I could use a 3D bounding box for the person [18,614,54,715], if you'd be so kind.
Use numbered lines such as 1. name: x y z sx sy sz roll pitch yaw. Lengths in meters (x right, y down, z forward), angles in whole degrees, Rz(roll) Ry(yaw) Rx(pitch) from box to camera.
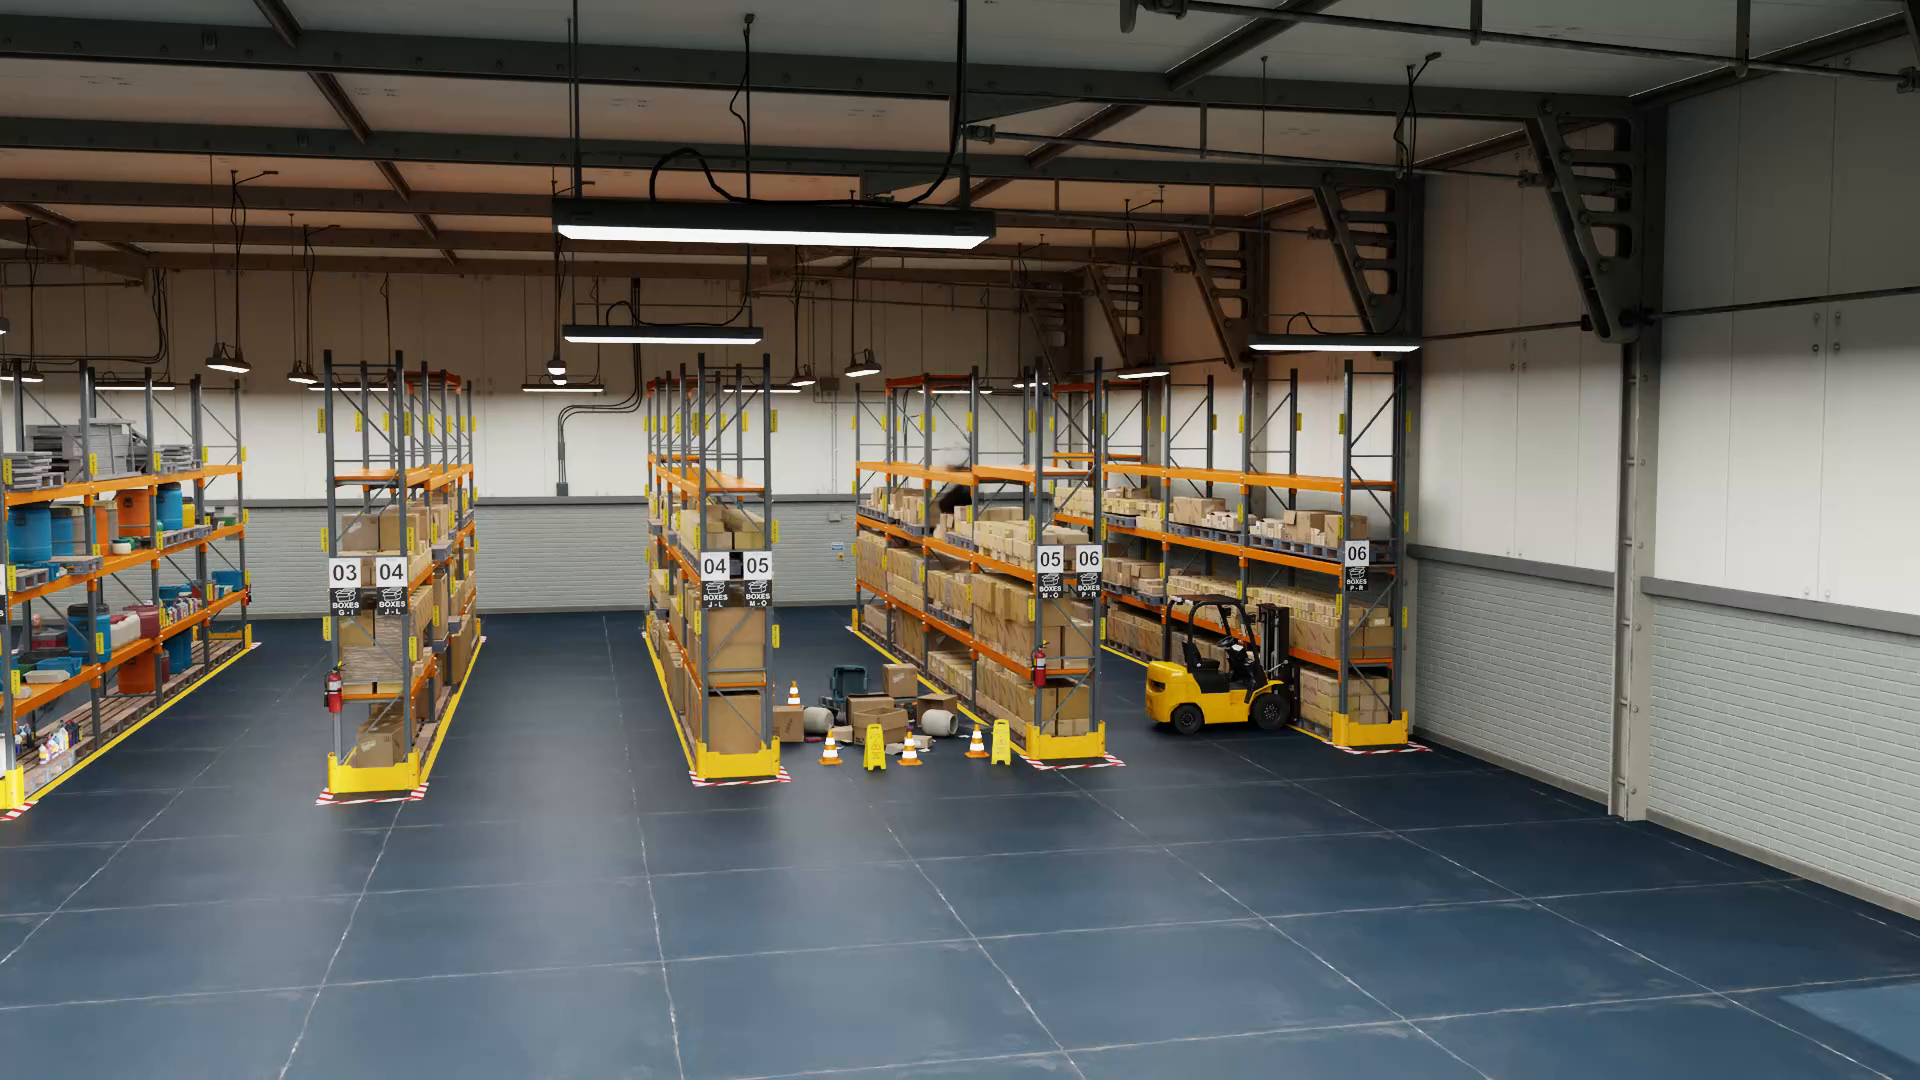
1. person: -15.957 2.150 28.785 0.604 1.755 0.803 -1 4 -10

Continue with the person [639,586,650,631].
1. person: -7.314 1.391 40.292 0.821 1.681 0.651 -2 4 -25
